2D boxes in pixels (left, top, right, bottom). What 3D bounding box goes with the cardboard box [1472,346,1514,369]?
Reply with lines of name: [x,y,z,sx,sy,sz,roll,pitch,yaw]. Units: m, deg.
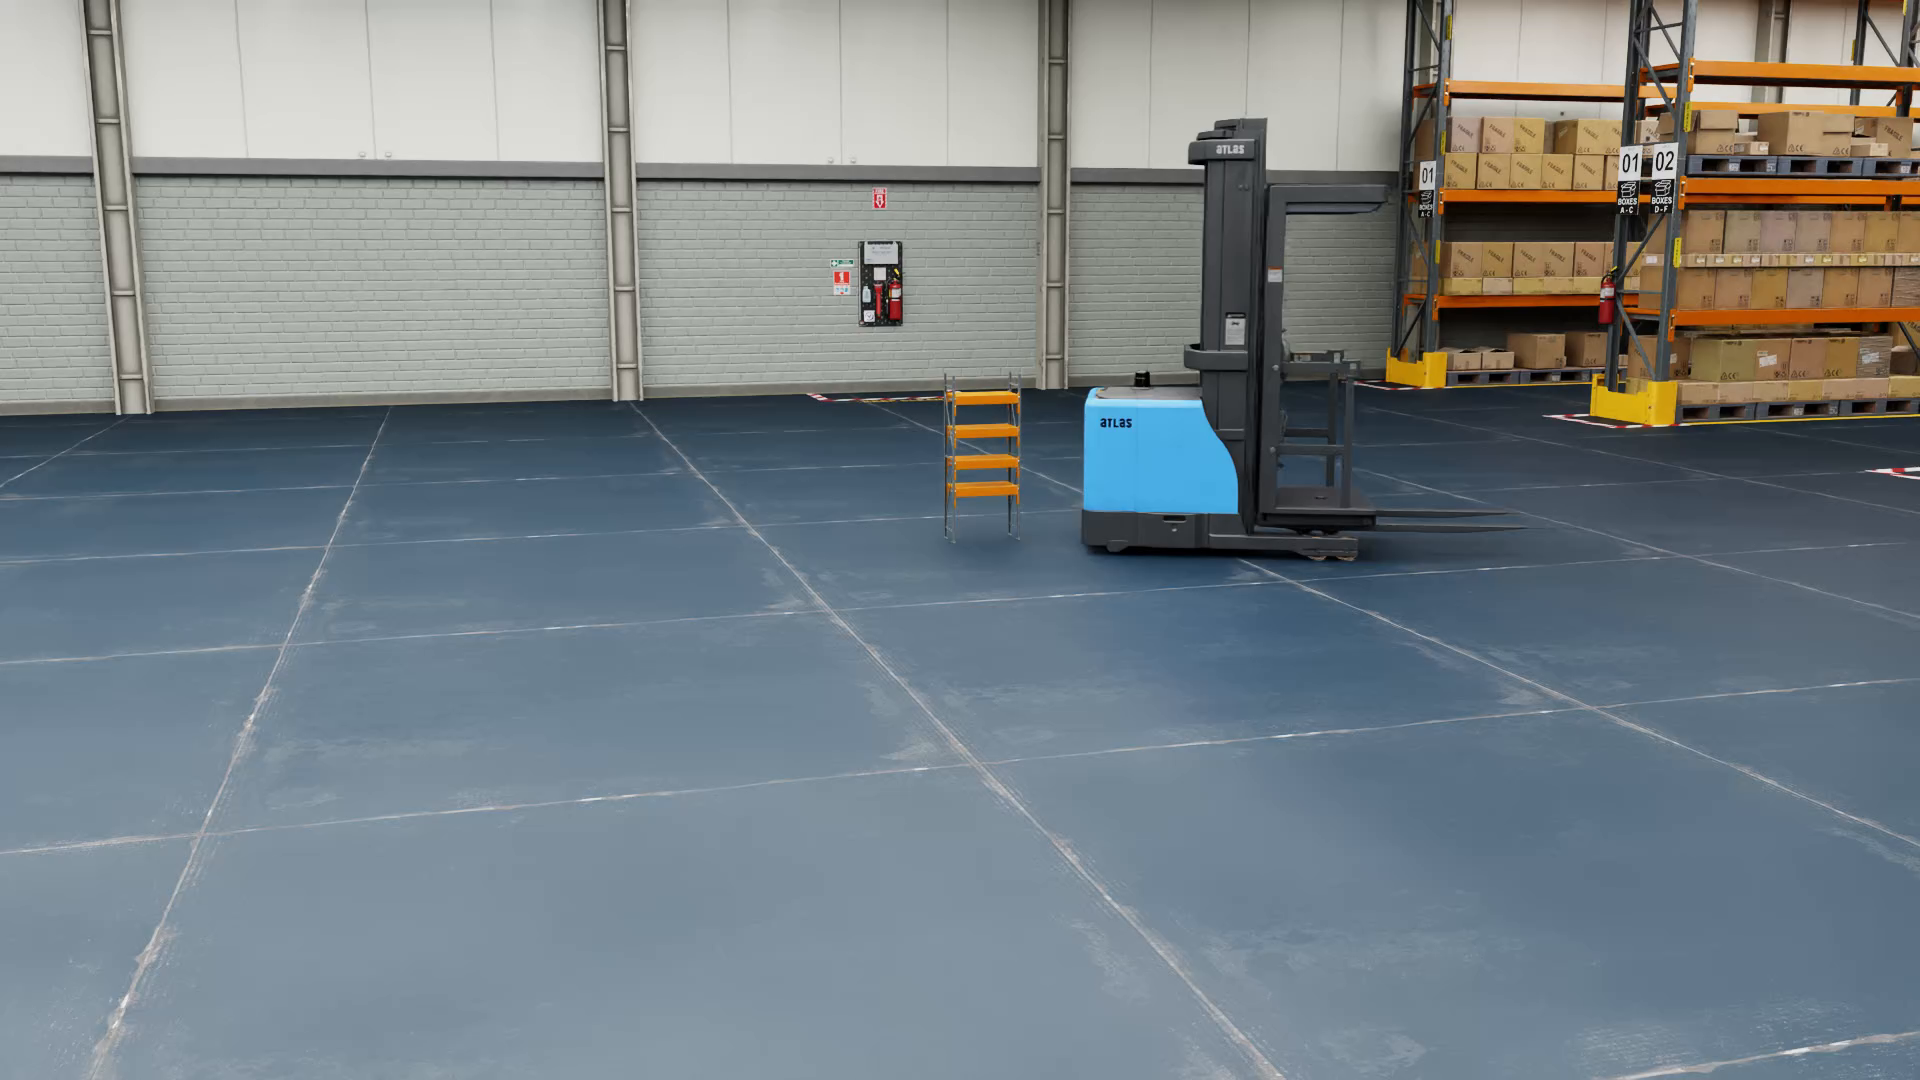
cardboard box: [7.883,-2.716,24.726,0.500,0.311,0.500,-2,11,-11]

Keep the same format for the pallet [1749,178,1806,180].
pallet: [12.104,-5.425,25.463,1.003,0.211,1.213,-3,11,-16]

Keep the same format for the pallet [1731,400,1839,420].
pallet: [9.926,-1.649,20.418,1.213,0.211,1.003,-3,11,-16]

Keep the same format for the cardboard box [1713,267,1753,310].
cardboard box: [8.989,-3.011,19.840,0.500,0.500,0.700,-3,11,-14]

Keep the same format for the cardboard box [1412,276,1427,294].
cardboard box: [7.041,-3.767,24.584,0.500,0.250,0.500,-3,11,-15]

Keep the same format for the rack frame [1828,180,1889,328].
rack frame: [14.327,-4.179,26.460,0.127,3.000,1.000,-3,11,-16]

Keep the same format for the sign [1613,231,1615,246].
sign: [7.896,-3.694,19.974,0.005,0.325,0.100,-3,11,-16]

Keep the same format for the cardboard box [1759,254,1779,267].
cardboard box: [9.462,-3.316,19.706,0.250,0.149,0.380,-3,11,-18]

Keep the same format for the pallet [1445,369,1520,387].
pallet: [7.509,-2.441,24.724,1.213,0.211,1.003,-3,11,-16]

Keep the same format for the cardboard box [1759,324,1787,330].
cardboard box: [12.593,-3.444,26.088,0.500,0.250,0.500,-3,11,-16]

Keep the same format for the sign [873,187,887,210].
sign: [-1.104,-4.695,22.860,0.199,0.298,0.001,-3,11,-16]

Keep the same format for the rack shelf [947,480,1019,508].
rack shelf: [0.159,-0.337,12.031,0.480,0.148,0.258,-3,11,-16]

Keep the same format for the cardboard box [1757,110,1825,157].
cardboard box: [9.705,-4.749,19.451,0.500,0.500,0.500,-3,11,-16]

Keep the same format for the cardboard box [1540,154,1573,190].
cardboard box: [8.568,-5.360,24.262,0.500,0.500,0.500,-2,11,-12]

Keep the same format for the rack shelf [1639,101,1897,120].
rack shelf: [12.407,-6.477,25.468,4.000,0.370,1.077,-3,11,-16]

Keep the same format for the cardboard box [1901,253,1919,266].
cardboard box: [11.435,-3.420,20.273,0.250,0.149,0.380,-3,11,-17]

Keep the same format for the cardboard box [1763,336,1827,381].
cardboard box: [10.052,-2.200,20.074,0.500,0.500,0.500,-3,11,-16]

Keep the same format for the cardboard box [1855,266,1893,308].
cardboard box: [10.946,-3.113,20.396,0.500,0.500,0.700,-3,11,-17]

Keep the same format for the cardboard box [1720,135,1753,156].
cardboard box: [9.066,-4.694,19.841,0.500,0.250,0.500,-3,11,-16]

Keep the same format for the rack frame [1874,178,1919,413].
rack frame: [11.875,-3.115,20.684,0.127,3.000,1.000,-3,11,-16]

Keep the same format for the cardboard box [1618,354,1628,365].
cardboard box: [9.981,-2.767,25.402,0.250,0.166,0.380,-5,11,-23]

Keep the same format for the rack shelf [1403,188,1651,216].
rack shelf: [8.566,-4.996,24.604,4.000,0.370,1.077,-3,11,-16]

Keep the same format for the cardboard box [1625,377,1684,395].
cardboard box: [8.466,-1.846,20.222,0.500,0.250,0.500,-3,11,-16]

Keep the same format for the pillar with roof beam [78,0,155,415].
pillar with roof beam: [-9.003,-5.251,15.714,0.400,9.000,9.100,-3,11,-16]

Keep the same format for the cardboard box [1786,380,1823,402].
cardboard box: [10.052,-1.831,20.143,0.500,0.250,0.500,-3,11,-16]

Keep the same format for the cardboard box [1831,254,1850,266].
cardboard box: [10.454,-3.368,19.991,0.250,0.149,0.380,-3,11,-14]

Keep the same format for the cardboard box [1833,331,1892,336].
cardboard box: [11.342,-2.369,20.995,0.500,0.500,0.500,-3,11,-16]

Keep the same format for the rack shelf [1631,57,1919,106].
rack shelf: [9.954,-5.414,19.692,4.000,0.370,1.077,-3,11,-16]

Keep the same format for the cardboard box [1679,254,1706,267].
cardboard box: [8.471,-3.263,19.421,0.250,0.149,0.380,-3,11,-16]

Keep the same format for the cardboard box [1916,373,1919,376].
cardboard box: [12.331,-1.947,20.772,0.500,0.250,0.500,-3,11,-17]

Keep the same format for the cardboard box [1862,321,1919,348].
cardboard box: [15.070,-3.342,26.695,0.750,0.750,0.750,-3,11,-17]

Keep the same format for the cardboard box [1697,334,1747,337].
cardboard box: [9.422,-2.268,20.444,0.500,0.500,0.500,-3,11,-16]

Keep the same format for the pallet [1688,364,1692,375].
pallet: [11.234,-2.645,25.828,1.213,0.211,1.003,-3,11,-16]

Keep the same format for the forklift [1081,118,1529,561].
forklift: [2.394,-1.398,11.545,3.031,2.935,1.130,1,10,6]

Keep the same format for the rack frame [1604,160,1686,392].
rack frame: [8.034,-2.913,19.584,0.127,3.000,1.000,-3,11,-16]

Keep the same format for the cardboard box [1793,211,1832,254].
cardboard box: [10.005,-3.703,20.015,0.500,0.500,0.700,-3,11,-16]

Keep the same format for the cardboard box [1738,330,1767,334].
cardboard box: [12.172,-3.057,26.057,0.500,0.500,0.700,-3,11,-15]

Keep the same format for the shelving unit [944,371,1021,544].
shelving unit: [0.159,-0.598,11.983,0.503,1.200,0.258,-3,11,-16]

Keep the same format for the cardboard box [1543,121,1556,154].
cardboard box: [8.472,-5.942,24.659,0.500,0.500,0.500,-3,11,-16]

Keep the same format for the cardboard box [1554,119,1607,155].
cardboard box: [9.059,-5.872,24.280,0.500,0.500,0.500,-3,11,-18]

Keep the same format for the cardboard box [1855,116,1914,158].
cardboard box: [11.317,-4.935,20.463,0.500,0.500,0.500,-2,11,-11]

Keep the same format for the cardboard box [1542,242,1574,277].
cardboard box: [8.656,-4.127,24.468,0.500,0.500,0.500,-3,11,-14]

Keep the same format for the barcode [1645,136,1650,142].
barcode: [8.189,-4.773,19.799,0.075,0.075,0.001,-3,11,-16]

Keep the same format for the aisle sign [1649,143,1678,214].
aisle sign: [8.057,-4.135,19.042,0.004,0.787,0.394,-3,11,-16]

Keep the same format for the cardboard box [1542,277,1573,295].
cardboard box: [8.674,-3.758,24.534,0.500,0.250,0.500,-3,11,-15]

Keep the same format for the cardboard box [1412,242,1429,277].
cardboard box: [7.039,-4.140,24.535,0.500,0.500,0.500,-3,11,-17]

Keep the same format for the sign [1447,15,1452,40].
sign: [6.797,-7.128,23.114,0.005,0.325,0.100,-3,11,-16]

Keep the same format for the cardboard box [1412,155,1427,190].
cardboard box: [6.976,-5.373,24.332,0.500,0.500,0.500,-2,11,-12]

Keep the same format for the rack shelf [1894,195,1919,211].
rack shelf: [13.795,-4.338,21.027,4.000,0.370,1.077,-3,11,-16]
